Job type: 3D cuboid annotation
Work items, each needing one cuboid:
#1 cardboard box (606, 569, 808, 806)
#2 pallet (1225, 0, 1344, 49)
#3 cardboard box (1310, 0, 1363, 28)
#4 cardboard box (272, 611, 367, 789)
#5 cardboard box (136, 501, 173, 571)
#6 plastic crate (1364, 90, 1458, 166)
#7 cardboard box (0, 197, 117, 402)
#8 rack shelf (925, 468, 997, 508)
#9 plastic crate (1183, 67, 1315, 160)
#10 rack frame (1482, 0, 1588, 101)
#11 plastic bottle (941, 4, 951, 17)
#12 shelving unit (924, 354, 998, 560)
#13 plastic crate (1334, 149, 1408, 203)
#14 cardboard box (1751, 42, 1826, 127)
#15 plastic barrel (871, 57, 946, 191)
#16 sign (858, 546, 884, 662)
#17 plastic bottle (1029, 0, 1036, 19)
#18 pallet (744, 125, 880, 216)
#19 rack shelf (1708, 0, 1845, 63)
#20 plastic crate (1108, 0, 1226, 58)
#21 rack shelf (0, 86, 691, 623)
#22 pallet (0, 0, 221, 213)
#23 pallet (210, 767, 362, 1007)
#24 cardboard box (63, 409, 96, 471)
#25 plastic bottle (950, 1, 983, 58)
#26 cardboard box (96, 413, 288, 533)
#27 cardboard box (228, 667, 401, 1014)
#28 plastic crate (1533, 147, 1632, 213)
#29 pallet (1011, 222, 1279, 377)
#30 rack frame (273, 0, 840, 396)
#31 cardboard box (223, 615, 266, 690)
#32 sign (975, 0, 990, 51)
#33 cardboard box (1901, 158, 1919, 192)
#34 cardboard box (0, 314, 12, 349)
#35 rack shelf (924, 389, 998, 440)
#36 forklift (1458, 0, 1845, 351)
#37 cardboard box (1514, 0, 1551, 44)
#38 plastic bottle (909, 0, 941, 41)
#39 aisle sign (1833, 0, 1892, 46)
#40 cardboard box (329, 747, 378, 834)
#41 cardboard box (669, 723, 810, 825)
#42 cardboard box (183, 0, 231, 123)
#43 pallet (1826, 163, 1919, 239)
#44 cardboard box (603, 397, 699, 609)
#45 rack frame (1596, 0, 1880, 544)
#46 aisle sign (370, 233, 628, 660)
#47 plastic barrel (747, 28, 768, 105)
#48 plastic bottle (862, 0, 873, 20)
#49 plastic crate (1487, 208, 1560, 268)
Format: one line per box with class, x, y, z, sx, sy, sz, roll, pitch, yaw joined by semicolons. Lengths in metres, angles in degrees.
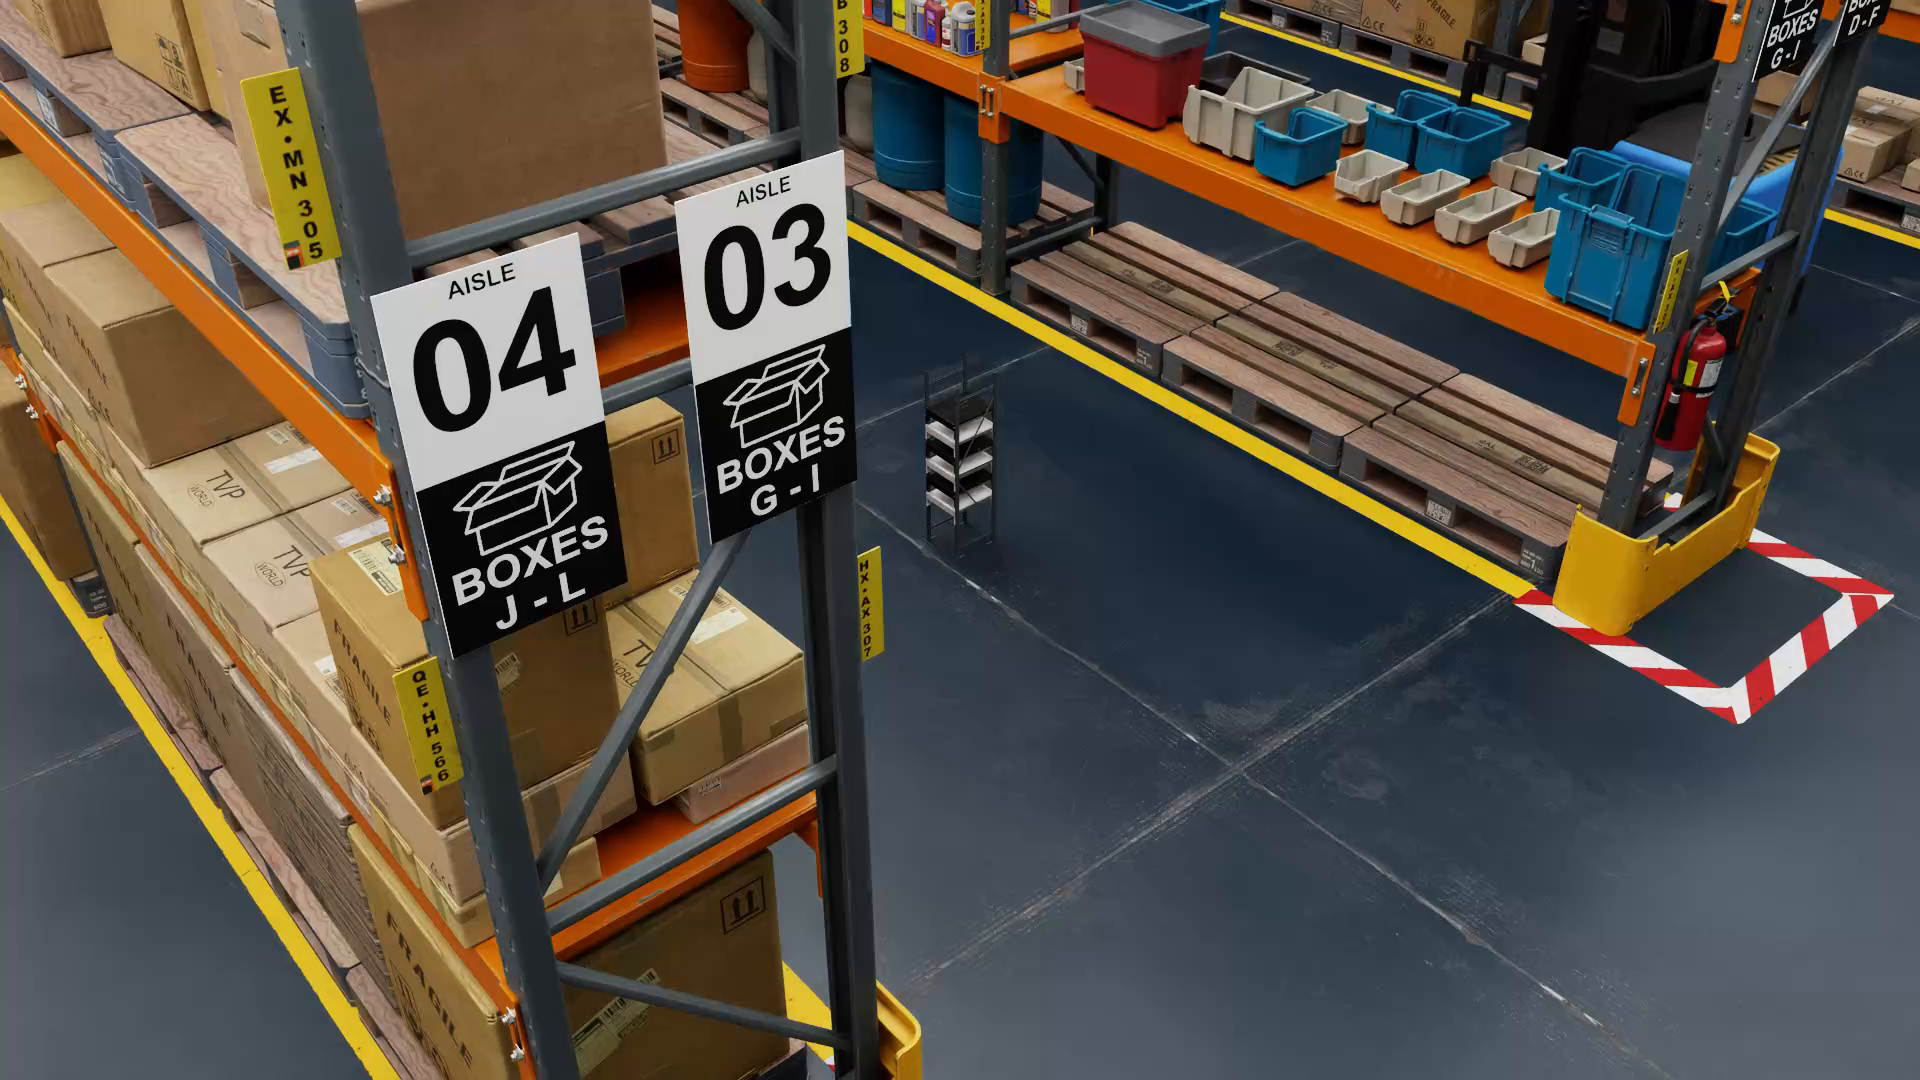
cardboard box;-0.763;0.383;4.486;0.500;0.250;0.500;-27;43;-33
pallet;2.983;-4.449;13.849;1.003;0.211;1.213;-26;43;-32
cardboard box;3.155;-4.416;13.173;0.500;0.500;0.500;-25;43;-31
cardboard box;-1.502;0.357;4.523;0.500;0.250;0.500;-27;43;-33
cardboard box;-2.468;-0.081;5.486;0.380;0.149;0.250;-25;43;-31
plastic crate;2.173;-1.993;8.062;0.416;0.233;0.300;-26;43;-32
cardboard box;-2.816;-0.849;5.577;0.500;0.500;0.500;-26;43;-32
rack shelf;0.005;-0.263;7.556;0.258;0.077;0.200;-26;43;-32
plastic crate;1.387;-2.090;8.157;0.437;0.282;0.530;-26;43;-32
rack frame;4.329;-4.703;11.795;1.000;3.000;0.127;-26;43;-32
plastic bottle;-0.094;-2.952;9.495;0.097;0.201;0.097;0;35;0
shelving unit;0.005;-0.364;7.485;0.258;0.900;0.210;-26;43;-32
plastic crate;1.880;-1.672;7.691;0.298;0.136;0.250;-26;43;-32
cardboard box;5.545;-3.036;11.221;0.797;0.503;0.637;-26;43;-32
plastic barrel;-0.253;-2.731;10.464;0.600;0.901;0.708;-26;43;-32
sign;-0.232;0.166;4.102;0.100;0.325;0.005;-26;43;-32
plastic bottle;0.457;-3.200;9.845;0.097;0.201;0.097;0;35;0
pallet;-0.715;-2.614;11.259;1.003;0.211;1.213;-26;43;-32
rack shelf;1.833;-2.905;7.283;1.077;0.370;4.000;-26;43;-32
plastic crate;1.104;-2.796;9.065;0.392;0.384;0.575;-26;43;-32
rack shelf;-1.951;-1.057;4.675;1.077;0.370;4.000;-26;43;-32
pallet;-1.938;-1.294;4.464;1.003;0.211;1.213;-26;43;-32
pallet;-2.019;1.032;6.110;1.003;0.211;1.213;-26;43;-32
cardboard box;-2.964;-0.421;5.966;0.380;0.149;0.250;-25;42;-30
plastic bottle;0.041;-2.860;9.300;0.152;0.276;0.135;-26;43;-32
cardboard box;-2.482;-0.317;5.475;0.500;0.250;0.500;-25;42;-31
cardboard box;-1.721;0.797;5.504;0.875;0.875;0.875;-26;43;-32
plastic crate;2.791;-1.570;7.464;0.416;0.233;0.300;-26;43;-32
pallet;1.047;-1.409;9.557;1.003;0.211;1.213;-26;43;-32
rack frame;-0.660;-1.692;2.353;1.000;3.000;0.127;-26;43;-32
cardboard box;-1.969;0.260;5.006;0.380;0.149;0.250;-26;43;-32
sign;0.121;-2.766;8.820;0.100;0.325;0.005;-26;43;-32
cardboard box;6.178;-2.321;10.503;0.380;0.166;0.250;-26;43;-32
cardboard box;-3.752;-1.155;6.699;0.500;0.500;0.500;-26;43;-32
rack shelf;0.005;-0.557;7.348;0.258;0.077;0.200;-26;43;-32
forklift;3.458;-2.954;9.385;1.130;2.935;3.031;-25;42;-31
cardboard box;4.203;-4.167;12.820;0.500;0.500;0.500;-28;44;-34
plastic bottle;-0.195;-3.021;9.528;0.152;0.276;0.135;-26;43;-32
aisle sign;3.397;-2.231;6.056;0.394;0.787;0.004;-26;43;-32
cardboard box;-1.472;0.598;4.527;0.380;0.149;0.250;-26;43;-32
cardboard box;-0.637;0.579;4.555;0.380;0.149;0.250;-25;43;-31
cardboard box;-1.307;-1.224;3.751;0.700;0.500;0.500;-28;44;-33
pallet;6.346;-2.184;10.652;1.003;0.211;1.213;-26;43;-32
cardboard box;-1.086;-0.143;4.581;0.500;0.500;0.500;-27;43;-33
rack frame;3.124;-1.091;6.695;1.000;3.000;0.127;-26;43;-32
aisle sign;-0.843;-0.161;3.133;0.394;0.787;0.004;-26;43;-32
plastic barrel;-1.278;-3.354;11.679;0.421;0.512;0.421;0;35;0
plastic bottle;-0.520;-3.244;9.842;0.152;0.276;0.135;-26;43;-32
plastic crate;2.459;-1.301;7.167;0.396;0.136;0.243;-26;43;-32
